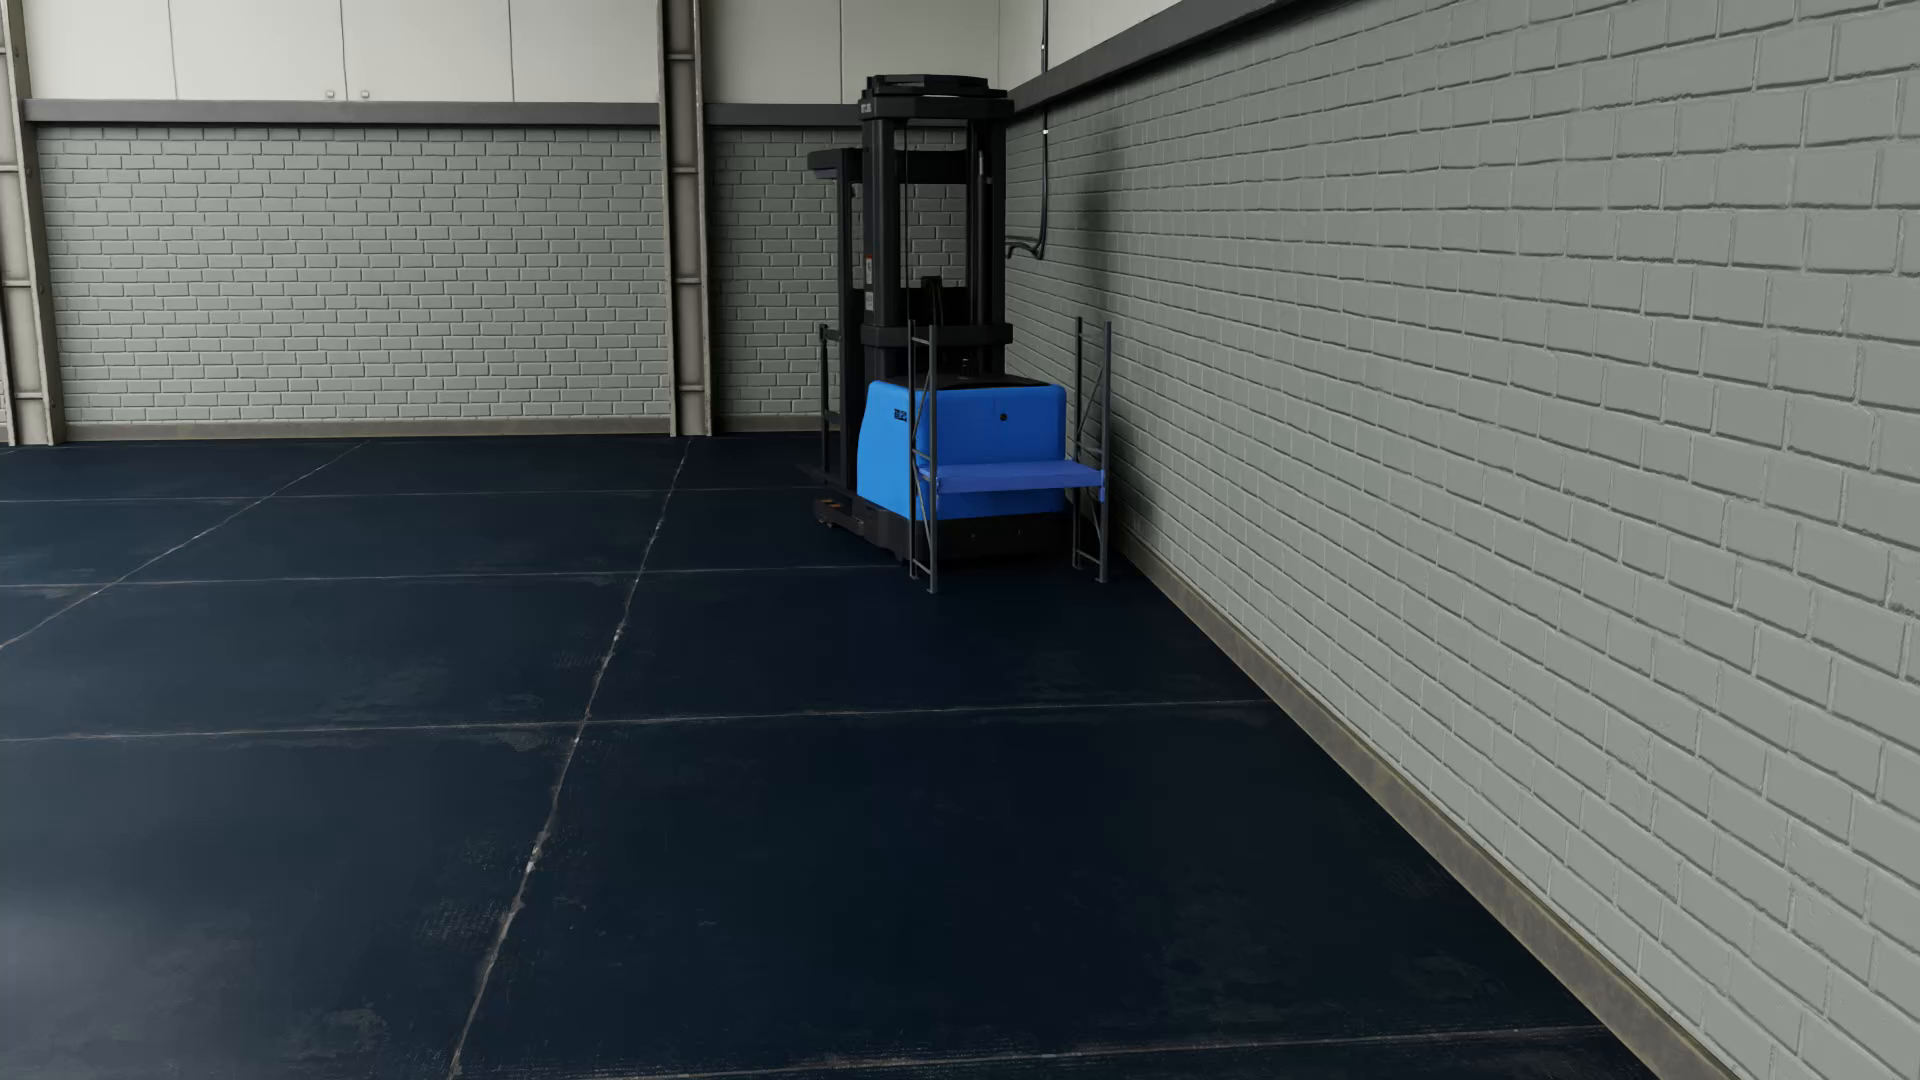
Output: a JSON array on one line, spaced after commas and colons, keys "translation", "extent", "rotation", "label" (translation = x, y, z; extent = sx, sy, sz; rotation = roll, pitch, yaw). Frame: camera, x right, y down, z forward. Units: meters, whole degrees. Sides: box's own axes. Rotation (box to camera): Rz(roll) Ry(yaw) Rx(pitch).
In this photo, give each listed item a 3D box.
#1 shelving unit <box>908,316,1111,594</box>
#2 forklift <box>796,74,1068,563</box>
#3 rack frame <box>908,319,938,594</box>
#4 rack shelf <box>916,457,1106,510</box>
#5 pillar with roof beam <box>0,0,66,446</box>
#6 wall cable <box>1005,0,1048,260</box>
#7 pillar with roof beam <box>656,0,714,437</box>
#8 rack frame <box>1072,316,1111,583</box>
[{"translation": [0.277, -0.506, 9.551], "extent": [1.048, 1.500, 0.538], "rotation": [-3, 12, -16], "label": "shelving unit"}, {"translation": [-0.361, -1.544, 11.124], "extent": [1.130, 2.935, 3.031], "rotation": [-4, 12, -22], "label": "forklift"}, {"translation": [-0.211, -0.478, 9.411], "extent": [0.032, 1.500, 0.500], "rotation": [-3, 12, -16], "label": "rack frame"}, {"translation": [0.277, -0.329, 9.586], "extent": [1.000, 0.185, 0.538], "rotation": [-3, 12, -16], "label": "rack shelf"}, {"translation": [-8.088, -4.488, 10.368], "extent": [0.400, 9.000, 9.100], "rotation": [-1, 11, -6], "label": "pillar with roof beam"}, {"translation": [0.484, -3.723, 14.525], "extent": [0.112, 2.526, 3.097], "rotation": [-1, 11, -6], "label": "wall cable"}, {"translation": [-2.123, -4.613, 11.004], "extent": [0.400, 9.000, 9.100], "rotation": [-1, 11, -6], "label": "pillar with roof beam"}, {"translation": [0.764, -0.533, 9.692], "extent": [0.032, 1.500, 0.500], "rotation": [-3, 12, -16], "label": "rack frame"}]
